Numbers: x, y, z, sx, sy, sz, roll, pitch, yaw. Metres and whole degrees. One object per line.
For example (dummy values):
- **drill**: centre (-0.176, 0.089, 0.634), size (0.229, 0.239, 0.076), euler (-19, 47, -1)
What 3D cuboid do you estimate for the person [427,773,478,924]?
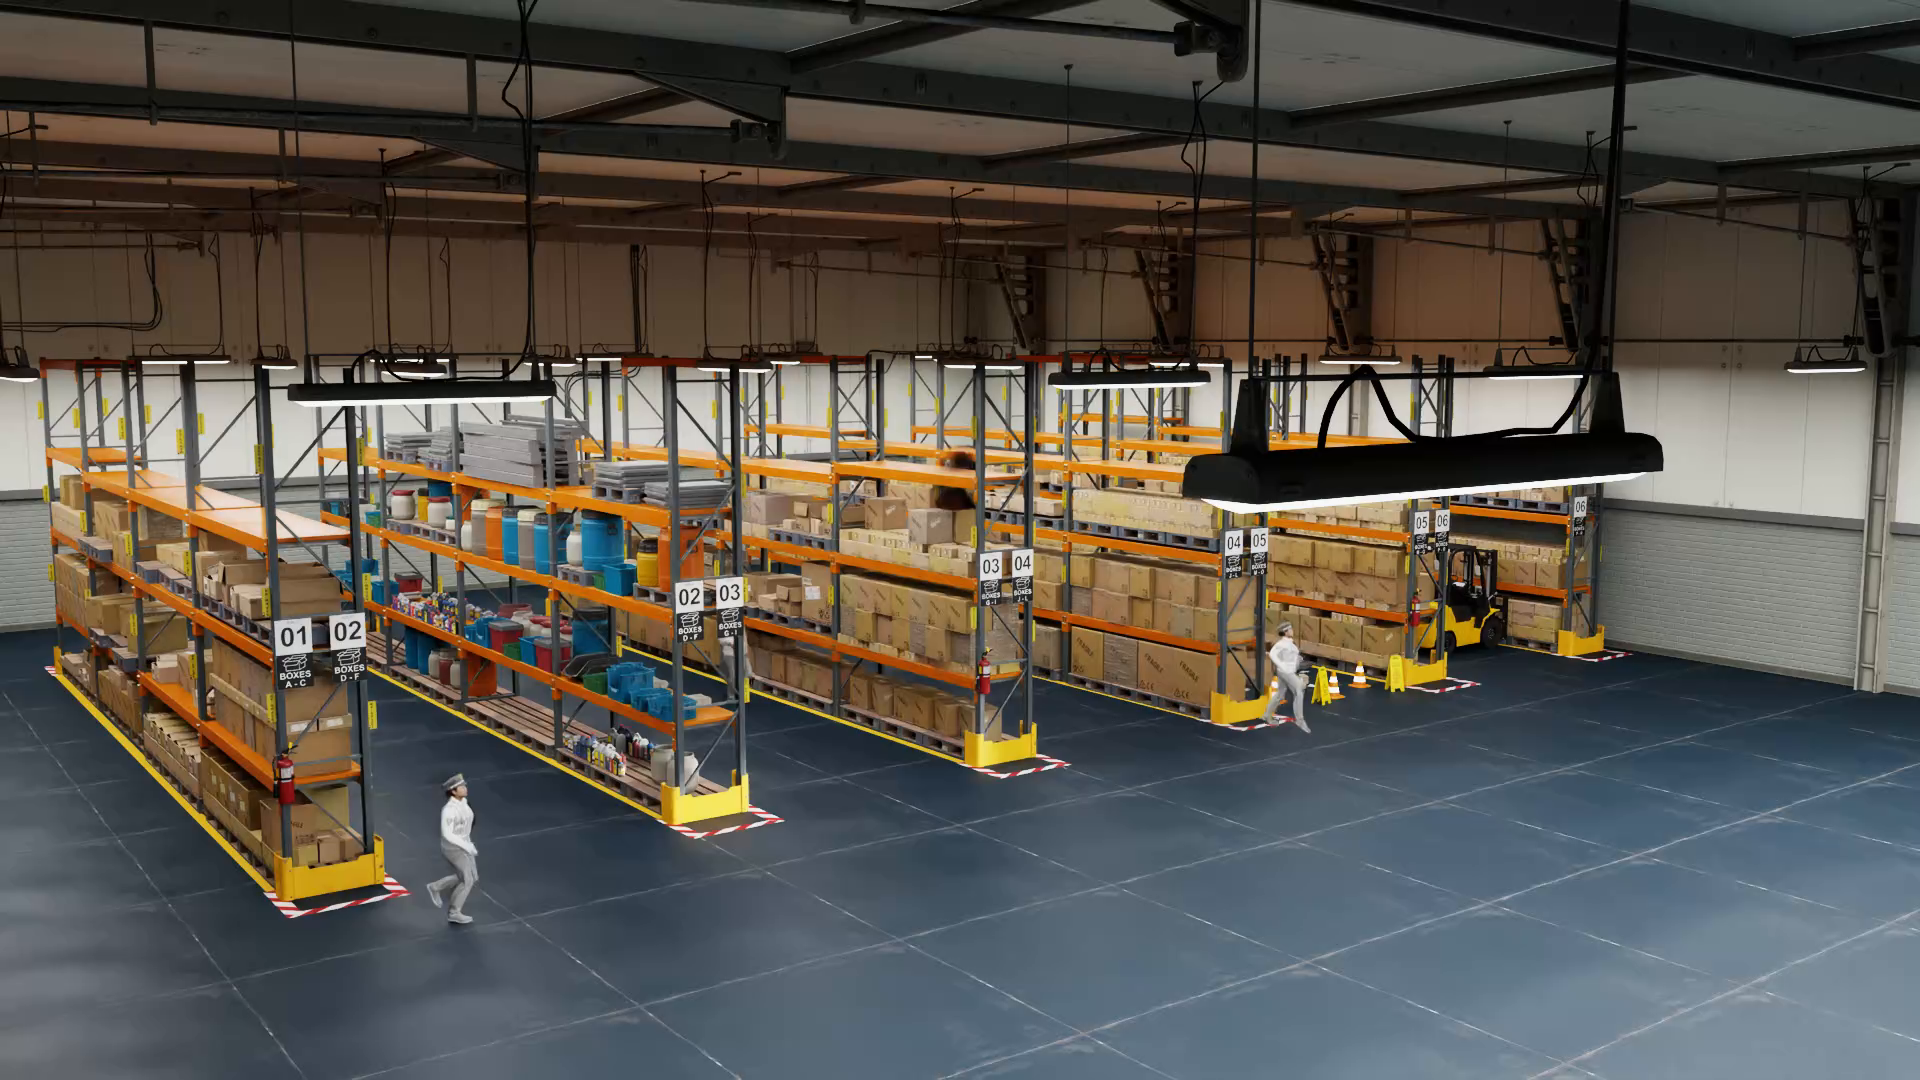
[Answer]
- **person**: centre (-5.527, 3.346, 18.130), size (0.613, 1.660, 0.633), euler (0, 7, 0)

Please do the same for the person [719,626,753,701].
- **person**: centre (-3.861, 1.989, 28.940), size (0.647, 1.735, 0.602), euler (-6, 9, -43)

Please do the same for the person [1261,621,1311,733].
- **person**: centre (5.181, 2.146, 26.342), size (0.768, 1.750, 0.634), euler (1, 7, 7)
